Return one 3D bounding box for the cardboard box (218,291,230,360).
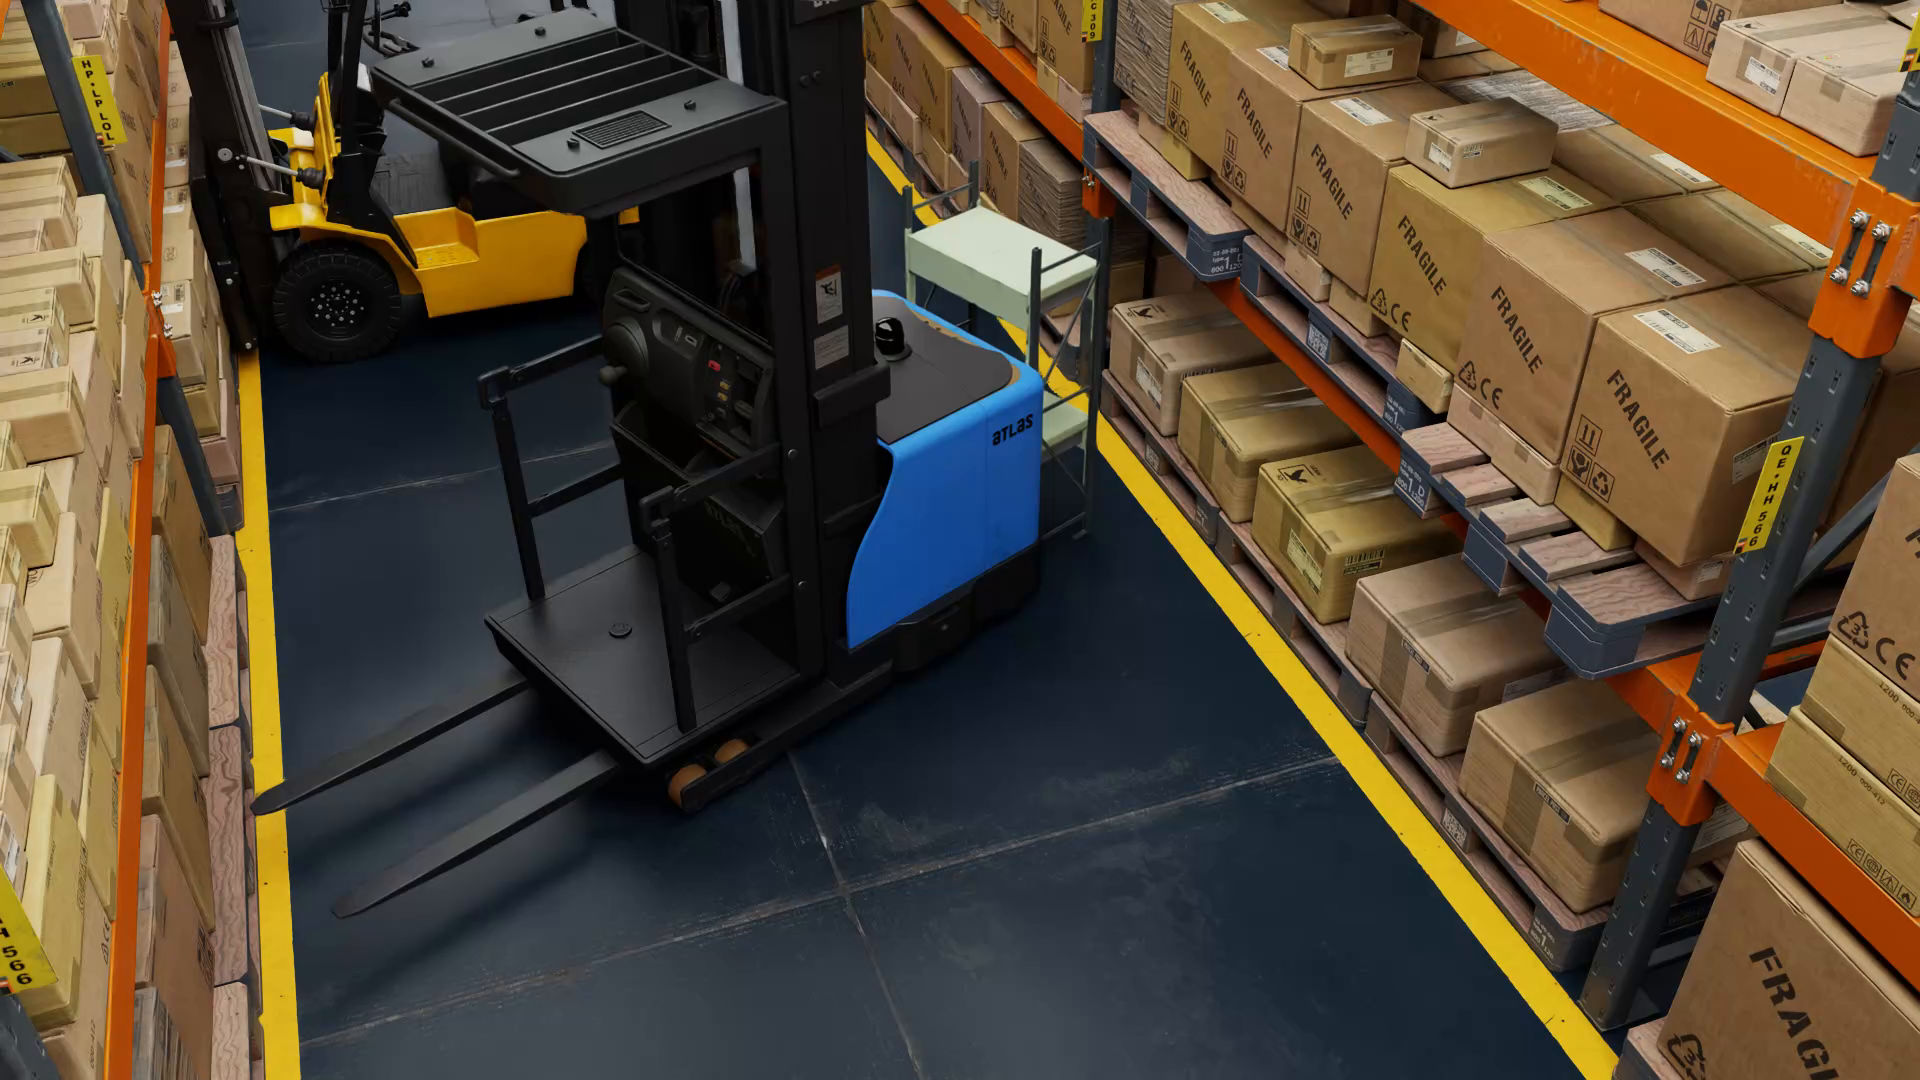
[{"bbox_3d":[-3.820,-1.003,8.024,0.500,0.250,0.500,-12,39,-15],"label":"cardboard box"}]

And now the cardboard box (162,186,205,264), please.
[{"bbox_3d":[-3.804,-1.398,7.717,0.500,0.250,0.500,-11,38,-14],"label":"cardboard box"}]

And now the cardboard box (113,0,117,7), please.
[{"bbox_3d":[-3.960,-2.432,7.363,0.380,0.149,0.250,-13,39,-17],"label":"cardboard box"}]

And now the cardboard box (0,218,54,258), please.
[{"bbox_3d":[-3.117,-0.882,5.305,0.380,0.149,0.250,-12,39,-16],"label":"cardboard box"}]

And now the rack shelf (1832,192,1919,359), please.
[{"bbox_3d":[3.140,0.428,2.293,1.077,0.370,4.000,-12,39,-16],"label":"rack shelf"}]

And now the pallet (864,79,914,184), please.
[{"bbox_3d":[-0.029,-2.687,10.642,1.003,0.211,1.213,-12,39,-16],"label":"pallet"}]

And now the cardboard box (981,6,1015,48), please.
[{"bbox_3d":[0.326,-2.642,8.473,0.380,0.149,0.250,-13,39,-17],"label":"cardboard box"}]

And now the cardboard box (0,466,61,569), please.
[{"bbox_3d":[-2.495,-0.028,4.172,0.380,0.149,0.250,-12,39,-15],"label":"cardboard box"}]

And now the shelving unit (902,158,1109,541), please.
[{"bbox_3d":[0.172,-0.724,6.964,0.431,1.500,0.755,-29,46,-33],"label":"shelving unit"}]

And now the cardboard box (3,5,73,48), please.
[{"bbox_3d":[-3.686,-1.951,6.478,0.380,0.149,0.250,-13,39,-17],"label":"cardboard box"}]

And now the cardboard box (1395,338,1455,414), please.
[{"bbox_3d":[1.642,-0.561,5.361,0.380,0.149,0.250,-12,39,-15],"label":"cardboard box"}]

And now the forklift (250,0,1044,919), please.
[{"bbox_3d":[-1.089,-0.555,5.551,3.031,2.935,1.130,-29,46,-33],"label":"forklift"}]

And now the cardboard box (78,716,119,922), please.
[{"bbox_3d":[-2.299,0.712,3.936,0.500,0.250,0.500,-13,39,-17],"label":"cardboard box"}]

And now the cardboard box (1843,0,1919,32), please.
[{"bbox_3d":[2.415,-1.293,4.092,0.396,0.266,0.258,-12,39,-16],"label":"cardboard box"}]

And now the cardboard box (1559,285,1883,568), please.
[{"bbox_3d":[2.034,-0.317,4.498,0.500,0.500,0.500,-14,39,-17],"label":"cardboard box"}]

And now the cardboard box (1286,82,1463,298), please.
[{"bbox_3d":[1.484,-1.200,5.671,0.500,0.500,0.500,-14,39,-18],"label":"cardboard box"}]

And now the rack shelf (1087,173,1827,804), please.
[{"bbox_3d":[1.763,-0.633,6.196,1.077,0.370,4.000,-12,39,-16],"label":"rack shelf"}]

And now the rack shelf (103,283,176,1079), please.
[{"bbox_3d":[-2.896,0.396,4.829,1.077,0.370,4.000,-12,39,-16],"label":"rack shelf"}]

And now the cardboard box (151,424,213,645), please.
[{"bbox_3d":[-3.394,0.052,6.312,0.875,0.625,0.625,-11,38,-14],"label":"cardboard box"}]

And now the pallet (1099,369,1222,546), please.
[{"bbox_3d":[1.344,-0.497,7.735,1.003,0.211,1.213,-12,39,-16],"label":"pallet"}]

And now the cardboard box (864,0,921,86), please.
[{"bbox_3d":[-0.275,-3.153,10.256,0.500,0.500,0.500,-14,39,-17],"label":"cardboard box"}]

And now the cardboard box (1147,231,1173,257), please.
[{"bbox_3d":[1.126,-1.809,8.471,0.500,0.500,0.500,-11,38,-14],"label":"cardboard box"}]

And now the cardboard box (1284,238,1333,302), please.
[{"bbox_3d":[1.391,-0.998,5.942,0.380,0.149,0.250,-11,38,-14],"label":"cardboard box"}]

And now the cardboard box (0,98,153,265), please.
[{"bbox_3d":[-3.492,-1.365,6.487,0.500,0.500,0.500,-13,39,-17],"label":"cardboard box"}]

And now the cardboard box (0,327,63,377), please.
[{"bbox_3d":[-2.791,-0.457,4.741,0.380,0.149,0.250,-12,39,-16],"label":"cardboard box"}]

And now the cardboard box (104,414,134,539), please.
[{"bbox_3d":[-2.845,-0.161,5.095,0.500,0.250,0.500,-12,39,-16],"label":"cardboard box"}]

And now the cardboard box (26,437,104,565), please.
[{"bbox_3d":[-2.665,-0.068,4.556,0.500,0.250,0.500,-12,39,-15],"label":"cardboard box"}]

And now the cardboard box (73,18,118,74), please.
[{"bbox_3d":[-3.668,-1.996,6.785,0.380,0.149,0.250,-12,39,-15],"label":"cardboard box"}]

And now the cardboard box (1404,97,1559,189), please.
[{"bbox_3d":[1.624,-1.242,5.188,0.380,0.149,0.250,-14,39,-18],"label":"cardboard box"}]

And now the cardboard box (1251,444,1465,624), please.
[{"bbox_3d":[1.749,-0.075,6.692,0.950,0.372,0.625,-11,38,-14],"label":"cardboard box"}]

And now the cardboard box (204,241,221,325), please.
[{"bbox_3d":[-3.798,-1.198,7.868,0.500,0.250,0.500,-13,39,-16],"label":"cardboard box"}]

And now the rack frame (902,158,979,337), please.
[{"bbox_3d":[-0.077,-0.885,7.179,0.400,1.500,0.023,-29,46,-33],"label":"rack frame"}]

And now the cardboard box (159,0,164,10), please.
[{"bbox_3d":[-4.545,-3.097,8.785,0.500,0.500,0.500,-13,39,-17],"label":"cardboard box"}]

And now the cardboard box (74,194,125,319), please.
[{"bbox_3d":[-3.175,-0.936,5.709,0.500,0.250,0.500,-13,39,-17],"label":"cardboard box"}]

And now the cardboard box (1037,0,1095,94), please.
[{"bbox_3d":[0.689,-2.409,7.625,0.500,0.500,0.500,-13,39,-17],"label":"cardboard box"}]

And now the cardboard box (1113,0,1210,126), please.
[{"bbox_3d":[0.967,-2.053,6.803,0.500,0.500,0.500,-12,38,-15],"label":"cardboard box"}]

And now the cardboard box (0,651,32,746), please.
[{"bbox_3d":[-2.246,0.408,3.592,0.380,0.149,0.250,-11,38,-15],"label":"cardboard box"}]

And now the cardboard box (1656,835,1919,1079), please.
[{"bbox_3d":[2.611,1.297,4.451,0.875,0.875,0.875,-13,39,-16],"label":"cardboard box"}]

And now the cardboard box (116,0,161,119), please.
[{"bbox_3d":[-4.015,-2.231,7.635,0.500,0.500,0.500,-12,39,-16],"label":"cardboard box"}]

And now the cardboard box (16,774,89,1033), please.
[{"bbox_3d":[-2.107,0.793,3.414,0.500,0.250,0.500,-12,39,-16],"label":"cardboard box"}]

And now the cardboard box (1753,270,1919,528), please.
[{"bbox_3d":[2.514,-0.420,4.635,0.500,0.500,0.500,-14,39,-17],"label":"cardboard box"}]

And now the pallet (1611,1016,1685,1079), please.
[{"bbox_3d":[2.652,1.784,4.706,1.003,0.211,1.213,-12,39,-16],"label":"pallet"}]

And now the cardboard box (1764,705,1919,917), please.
[{"bbox_3d":[2.384,0.597,4.088,0.500,0.250,0.500,-13,39,-17],"label":"cardboard box"}]

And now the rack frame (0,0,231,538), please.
[{"bbox_3d":[-3.584,-1.021,6.112,1.000,3.000,0.127,-12,39,-16],"label":"rack frame"}]

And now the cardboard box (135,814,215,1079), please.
[{"bbox_3d":[-2.642,1.297,4.660,0.875,0.625,0.625,-11,38,-14],"label":"cardboard box"}]

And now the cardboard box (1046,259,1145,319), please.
[{"bbox_3d":[0.619,-1.398,8.550,0.500,0.250,0.500,-11,38,-14],"label":"cardboard box"}]

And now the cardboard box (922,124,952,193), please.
[{"bbox_3d":[0.085,-2.271,9.708,0.500,0.250,0.500,-10,38,-13],"label":"cardboard box"}]

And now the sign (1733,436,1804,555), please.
[{"bbox_3d":[1.945,-0.104,3.999,0.100,0.325,0.005,-12,39,-16],"label":"sign"}]

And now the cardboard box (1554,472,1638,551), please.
[{"bbox_3d":[1.958,-0.131,4.791,0.380,0.149,0.250,-12,39,-15],"label":"cardboard box"}]

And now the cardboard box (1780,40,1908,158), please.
[{"bbox_3d":[2.146,-1.023,3.831,0.380,0.149,0.250,-12,39,-16],"label":"cardboard box"}]

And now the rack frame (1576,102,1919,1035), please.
[{"bbox_3d":[2.452,0.209,4.479,1.000,3.000,0.127,-12,39,-16],"label":"rack frame"}]

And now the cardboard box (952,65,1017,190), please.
[{"bbox_3d":[0.266,-2.273,9.088,0.500,0.500,0.500,-10,38,-14],"label":"cardboard box"}]

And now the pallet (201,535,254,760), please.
[{"bbox_3d":[-3.294,0.501,6.409,1.003,0.211,1.213,-12,39,-16],"label":"pallet"}]

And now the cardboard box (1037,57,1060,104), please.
[{"bbox_3d":[0.586,-2.208,7.897,0.380,0.149,0.250,-12,39,-15],"label":"cardboard box"}]

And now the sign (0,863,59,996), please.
[{"bbox_3d":[-1.701,0.690,2.944,0.100,0.325,0.005,-12,39,-16],"label":"sign"}]

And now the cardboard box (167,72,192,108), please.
[{"bbox_3d":[-4.328,-2.266,8.871,0.500,0.250,0.500,-12,39,-15],"label":"cardboard box"}]

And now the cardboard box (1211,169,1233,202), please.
[{"bbox_3d":[1.216,-1.453,6.546,0.380,0.149,0.250,-10,38,-13],"label":"cardboard box"}]

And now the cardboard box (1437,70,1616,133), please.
[{"bbox_3d":[1.974,-1.295,5.797,0.500,0.500,0.500,-14,39,-18],"label":"cardboard box"}]

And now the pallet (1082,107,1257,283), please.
[{"bbox_3d":[1.202,-1.512,6.924,1.003,0.211,1.213,-12,39,-16],"label":"pallet"}]
